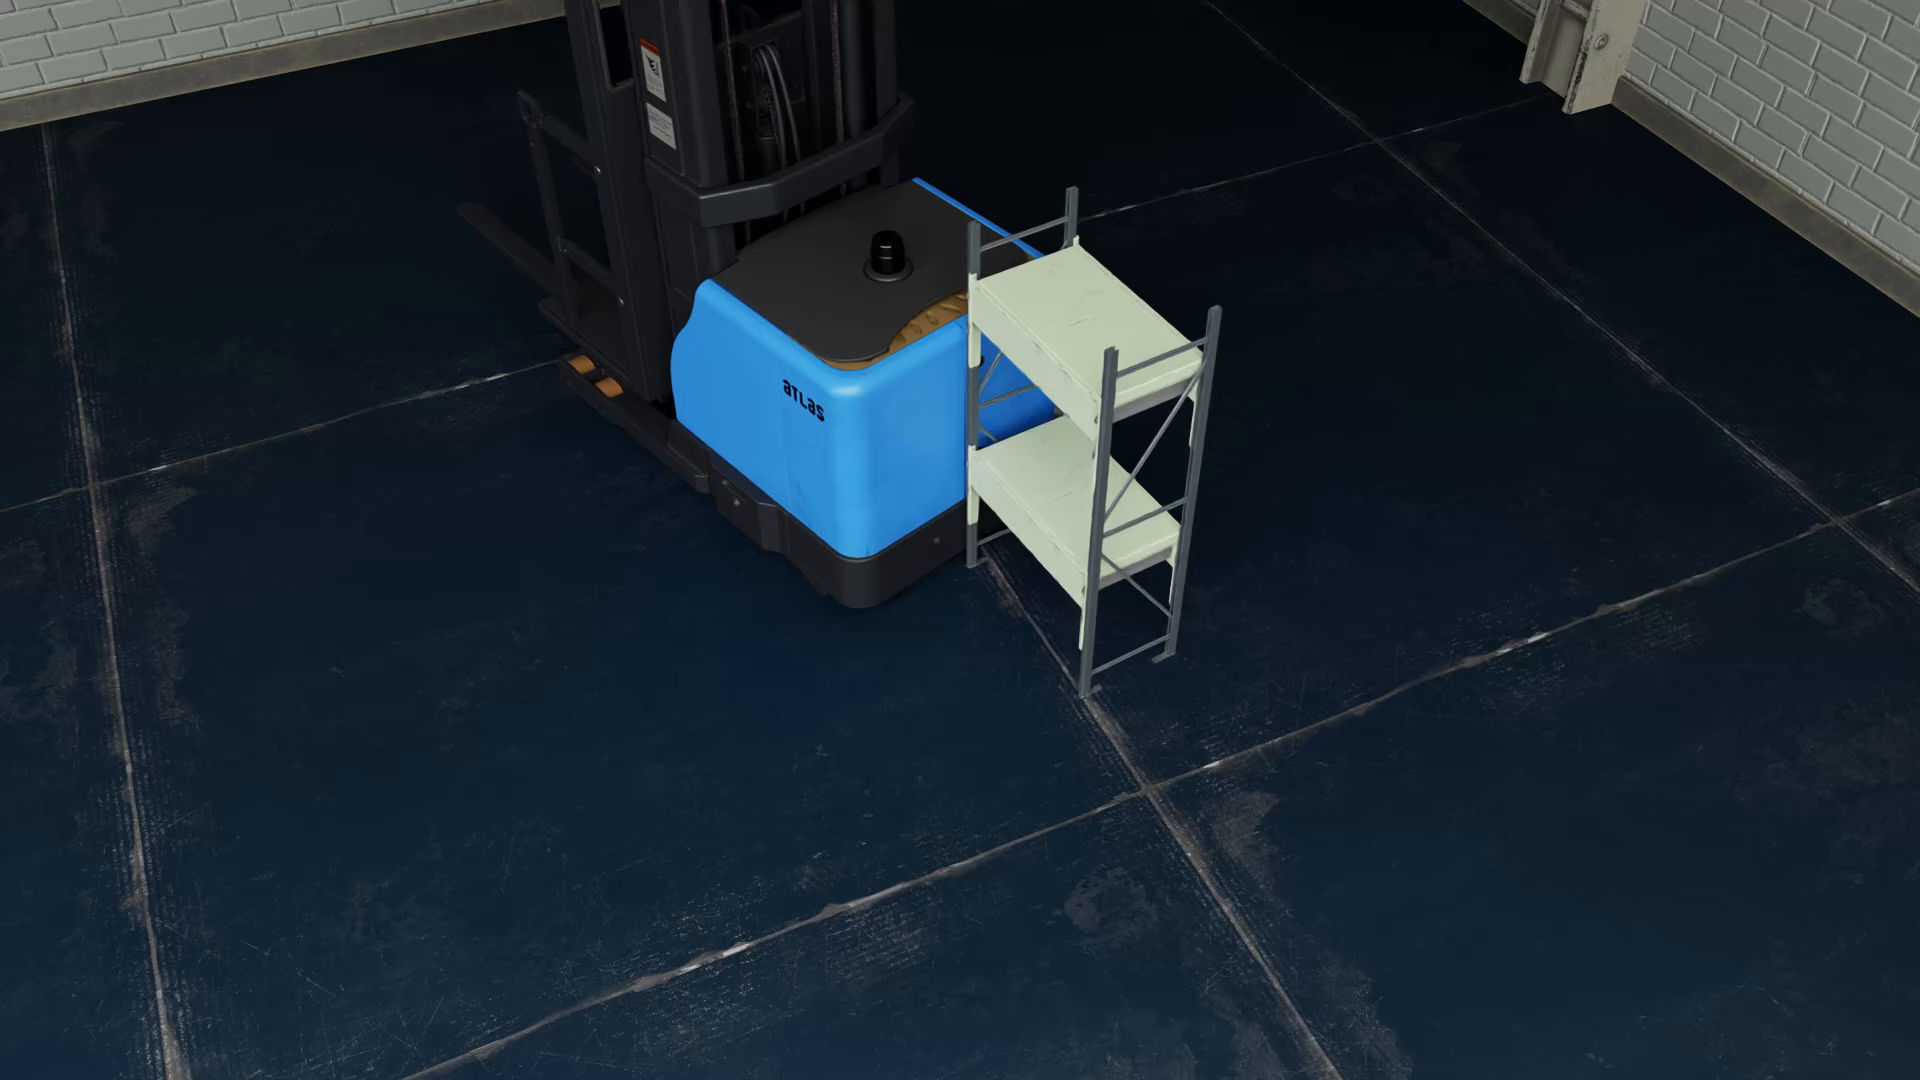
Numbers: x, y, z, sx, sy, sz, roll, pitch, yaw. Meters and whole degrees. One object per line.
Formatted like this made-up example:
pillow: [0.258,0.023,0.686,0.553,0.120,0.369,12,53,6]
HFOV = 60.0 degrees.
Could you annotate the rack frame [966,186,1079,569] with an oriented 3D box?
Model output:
rack frame: [0.199,-0.505,5.694,0.400,1.500,0.023,-23,49,-22]

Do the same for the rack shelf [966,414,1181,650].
rack shelf: [0.390,-0.054,5.701,0.431,0.370,0.720,-23,49,-22]

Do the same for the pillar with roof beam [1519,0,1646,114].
pillar with roof beam: [-0.764,-4.261,4.162,9.100,9.000,0.400,-18,47,-17]

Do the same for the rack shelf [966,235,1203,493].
rack shelf: [0.390,-0.563,5.197,0.431,0.370,0.720,-23,49,-22]

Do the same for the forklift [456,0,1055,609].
forklift: [-0.992,-1.751,5.938,1.130,2.935,3.031,-33,53,-29]

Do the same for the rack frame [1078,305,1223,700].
rack frame: [0.581,-0.066,5.249,0.400,1.500,0.023,-23,49,-22]

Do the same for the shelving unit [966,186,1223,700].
shelving unit: [0.390,-0.286,5.472,0.431,1.500,0.755,-23,49,-22]
